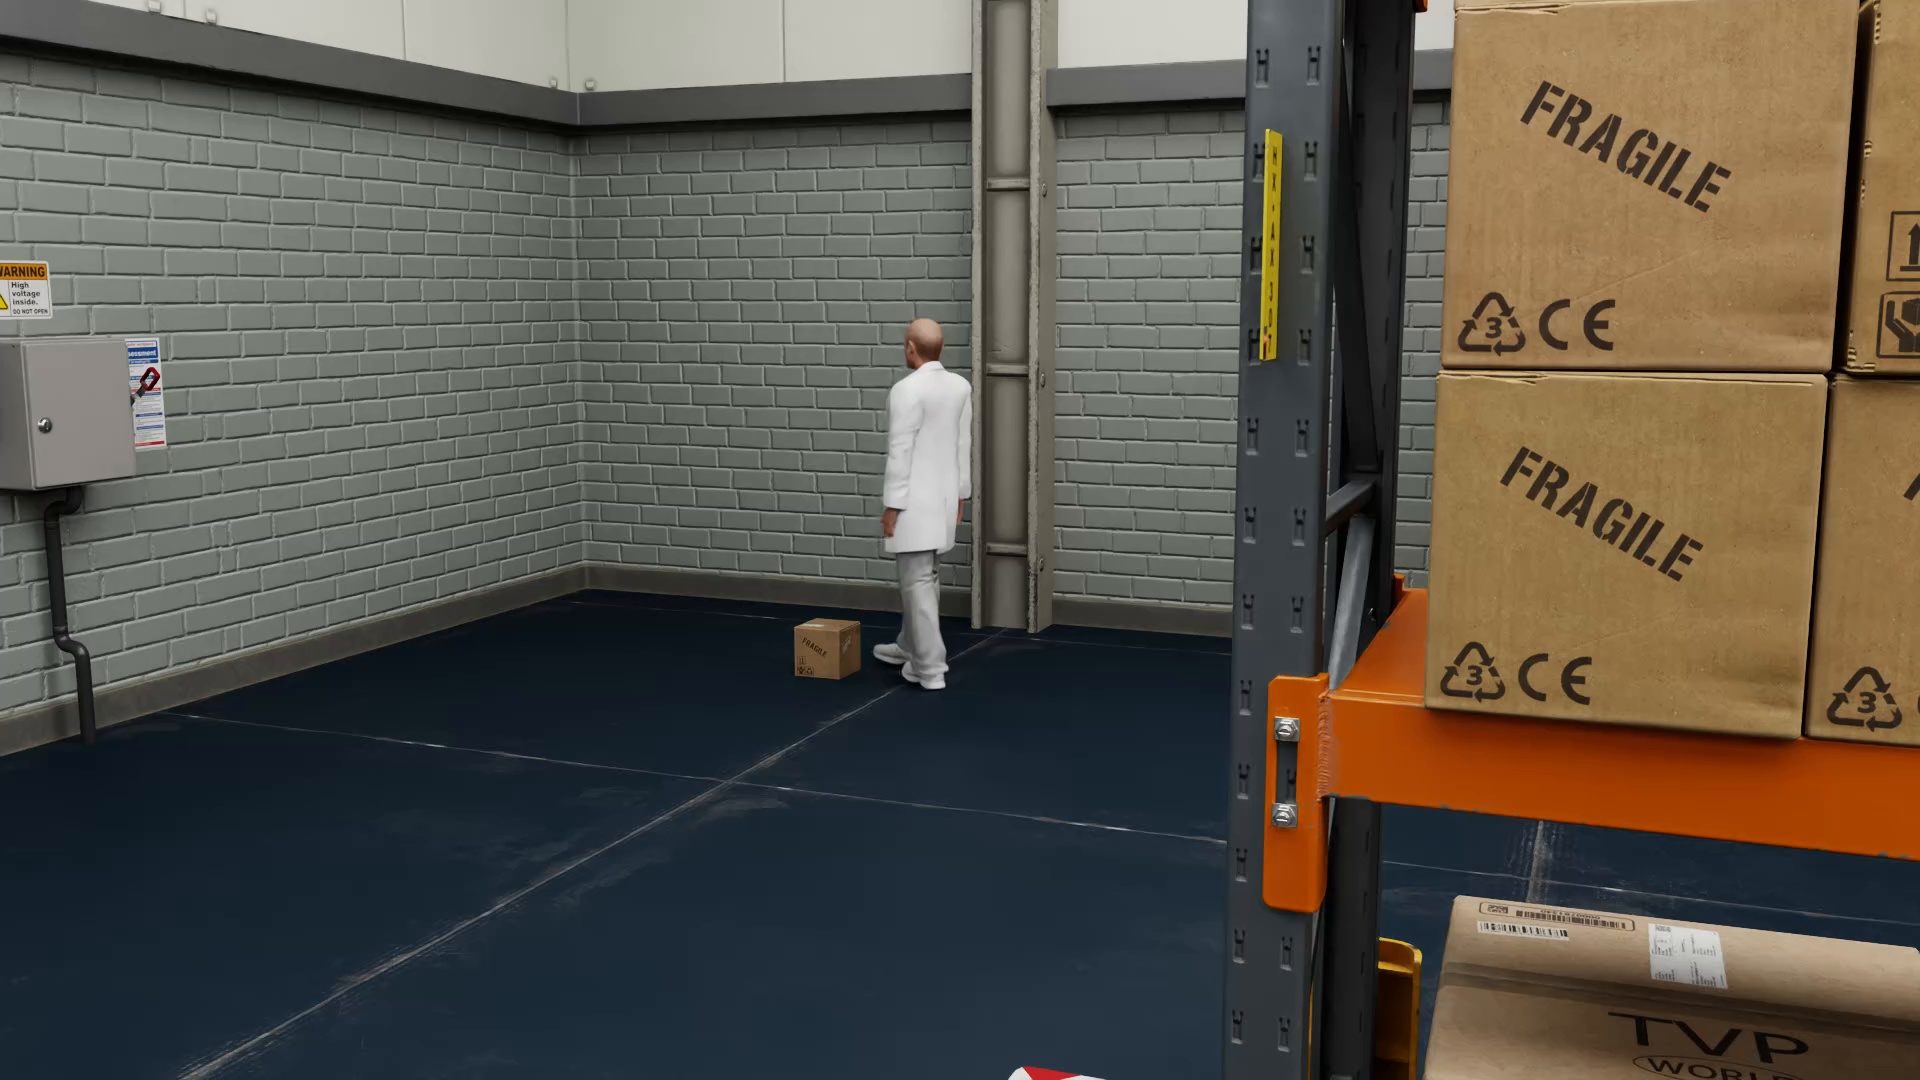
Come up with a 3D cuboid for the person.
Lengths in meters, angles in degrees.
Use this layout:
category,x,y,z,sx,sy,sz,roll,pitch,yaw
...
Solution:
category,x,y,z,sx,sy,sz,roll,pitch,yaw
person,-0.277,-0.196,8.167,0.667,1.774,0.593,7,11,38
